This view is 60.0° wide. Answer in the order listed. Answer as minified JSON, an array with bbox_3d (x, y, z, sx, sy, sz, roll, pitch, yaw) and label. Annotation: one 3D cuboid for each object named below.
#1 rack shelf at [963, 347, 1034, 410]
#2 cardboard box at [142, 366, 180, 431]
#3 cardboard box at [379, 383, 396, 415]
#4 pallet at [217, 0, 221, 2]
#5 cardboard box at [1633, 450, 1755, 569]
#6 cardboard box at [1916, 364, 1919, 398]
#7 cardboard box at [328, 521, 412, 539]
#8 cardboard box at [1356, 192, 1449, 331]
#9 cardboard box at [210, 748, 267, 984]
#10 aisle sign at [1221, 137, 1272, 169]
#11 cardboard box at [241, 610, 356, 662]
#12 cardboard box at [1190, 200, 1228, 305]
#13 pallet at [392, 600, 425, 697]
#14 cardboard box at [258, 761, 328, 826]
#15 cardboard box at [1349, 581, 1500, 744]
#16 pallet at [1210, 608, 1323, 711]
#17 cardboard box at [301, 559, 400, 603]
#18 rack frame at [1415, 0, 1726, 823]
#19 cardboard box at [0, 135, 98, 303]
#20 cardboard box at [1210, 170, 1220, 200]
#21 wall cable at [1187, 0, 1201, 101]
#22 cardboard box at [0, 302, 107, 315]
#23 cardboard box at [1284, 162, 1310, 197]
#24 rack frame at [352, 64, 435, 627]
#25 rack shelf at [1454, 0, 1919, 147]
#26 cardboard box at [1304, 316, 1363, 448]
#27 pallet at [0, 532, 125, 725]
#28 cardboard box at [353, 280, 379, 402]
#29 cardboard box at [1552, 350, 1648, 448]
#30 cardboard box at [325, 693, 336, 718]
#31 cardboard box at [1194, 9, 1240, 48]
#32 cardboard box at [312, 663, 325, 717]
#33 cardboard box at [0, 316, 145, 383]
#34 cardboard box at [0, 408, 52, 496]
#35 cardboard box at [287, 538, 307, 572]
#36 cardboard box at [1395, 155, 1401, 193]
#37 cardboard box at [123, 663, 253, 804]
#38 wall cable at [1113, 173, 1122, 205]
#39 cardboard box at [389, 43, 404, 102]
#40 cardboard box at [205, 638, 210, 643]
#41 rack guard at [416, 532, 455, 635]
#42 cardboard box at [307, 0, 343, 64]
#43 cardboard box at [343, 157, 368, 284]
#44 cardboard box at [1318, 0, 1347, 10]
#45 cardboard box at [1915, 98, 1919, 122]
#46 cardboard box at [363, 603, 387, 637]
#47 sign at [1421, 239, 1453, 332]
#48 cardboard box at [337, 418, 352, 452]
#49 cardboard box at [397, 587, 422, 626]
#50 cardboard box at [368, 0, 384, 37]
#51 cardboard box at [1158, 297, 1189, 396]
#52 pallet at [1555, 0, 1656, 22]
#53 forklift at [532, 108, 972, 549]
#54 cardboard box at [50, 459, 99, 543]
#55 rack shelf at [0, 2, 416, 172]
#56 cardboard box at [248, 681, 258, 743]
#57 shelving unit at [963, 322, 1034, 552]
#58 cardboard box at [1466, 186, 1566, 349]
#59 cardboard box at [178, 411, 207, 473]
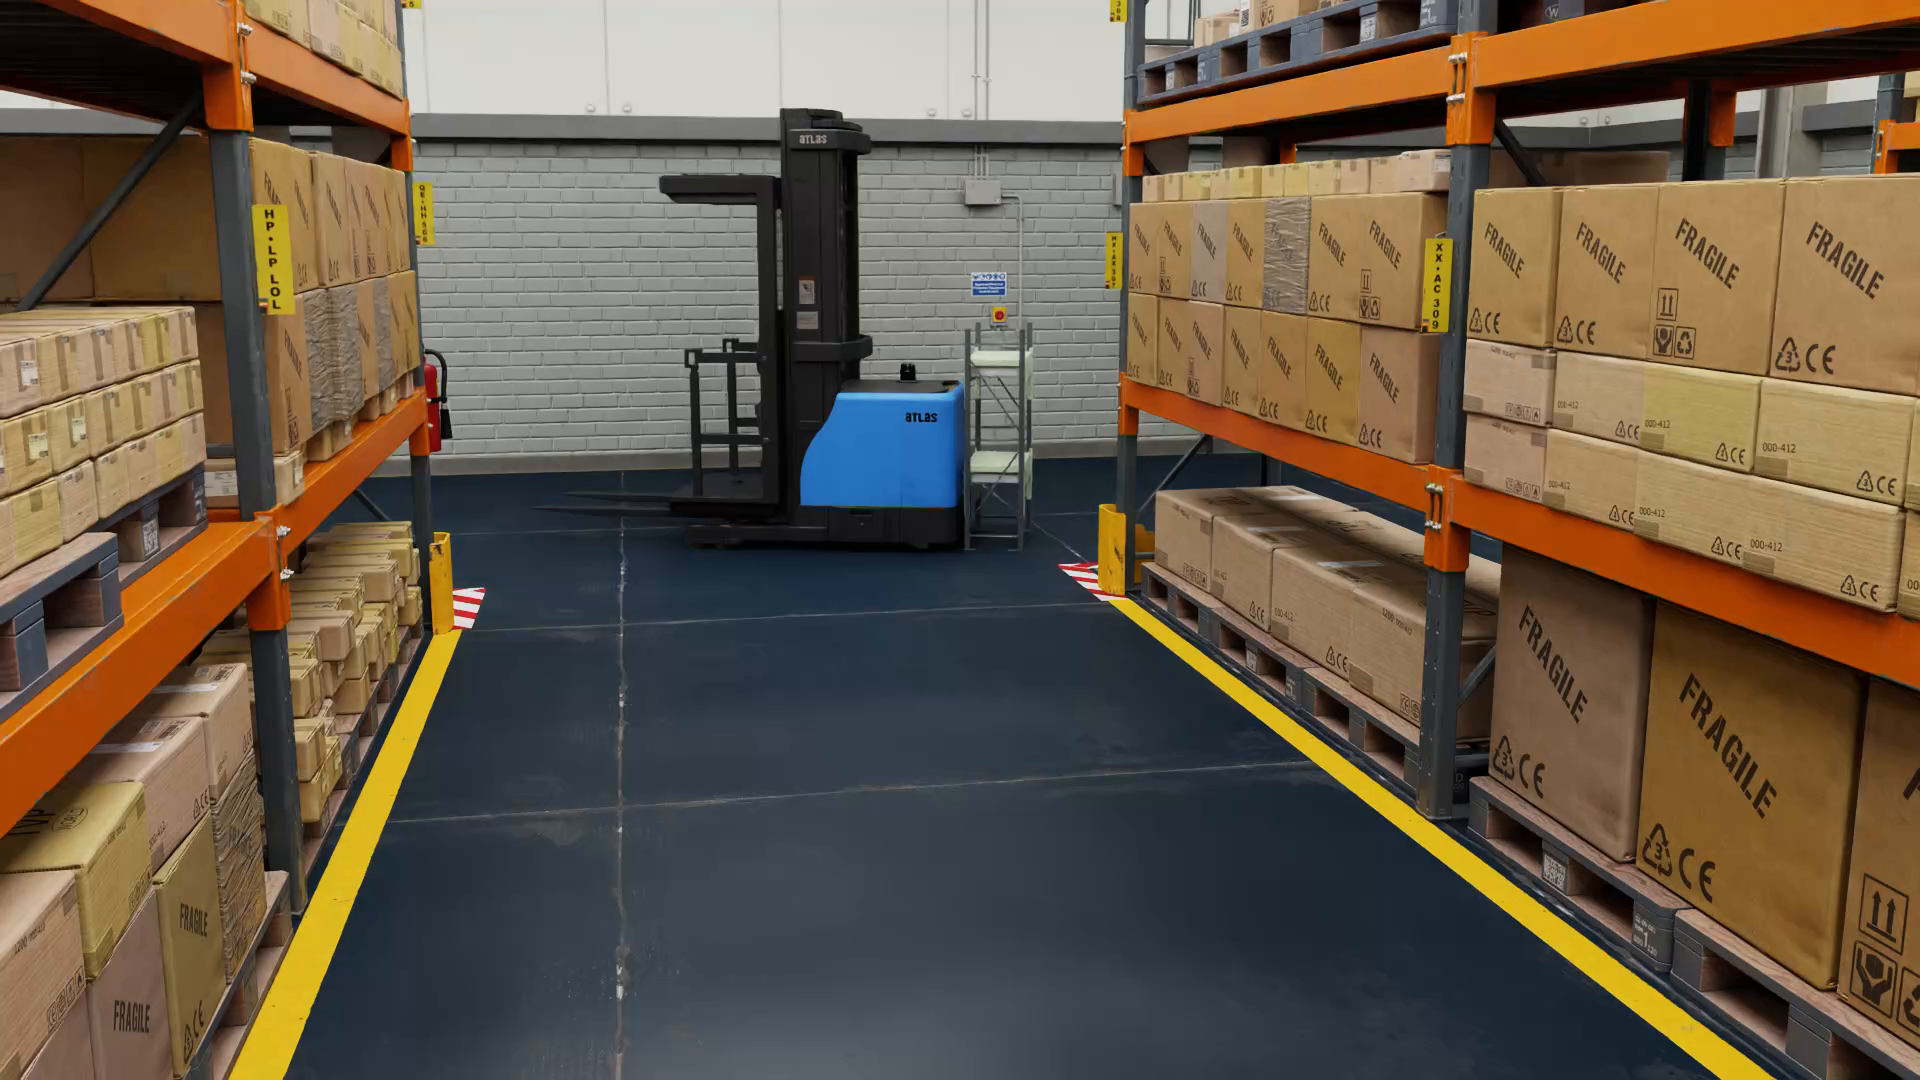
[{"bbox_3d":[0.272,-1.116,11.459,0.431,0.370,0.720,1,11,6],"label":"rack shelf"},{"bbox_3d":[-2.288,-0.369,4.365,0.380,0.149,0.250,-2,11,-11],"label":"cardboard box"},{"bbox_3d":[-2.901,-0.676,7.899,0.380,0.149,0.250,-2,11,-9],"label":"cardboard box"},{"bbox_3d":[-2.596,-1.518,4.130,1.213,0.211,1.003,-2,11,-11],"label":"pallet"},{"bbox_3d":[2.237,-0.099,4.596,0.500,0.250,0.500,-2,11,-11],"label":"cardboard box"},{"bbox_3d":[2.447,-0.530,3.515,0.500,0.500,0.500,-2,11,-11],"label":"cardboard box"},{"bbox_3d":[-3.038,0.002,8.573,0.380,0.149,0.250,-2,11,-10],"label":"cardboard box"},{"bbox_3d":[1.861,-1.069,6.350,0.500,0.500,0.500,-2,11,-11],"label":"cardboard box"},{"bbox_3d":[-2.221,0.894,4.538,0.500,0.500,0.500,-2,11,-12],"label":"cardboard box"},{"bbox_3d":[1.736,-2.488,9.791,0.394,0.787,0.004,-2,11,-11],"label":"aisle sign"},{"bbox_3d":[-2.611,0.383,6.570,0.380,0.149,0.250,-2,11,-10],"label":"cardboard box"},{"bbox_3d":[1.475,-1.439,8.295,0.500,0.500,0.500,-2,11,-11],"label":"cardboard box"},{"bbox_3d":[-3.252,0.547,8.261,1.003,0.211,1.213,-2,11,-11],"label":"pallet"},{"bbox_3d":[-2.367,0.862,5.648,0.380,0.149,0.250,-3,11,-13],"label":"cardboard box"},{"bbox_3d":[2.207,0.481,6.877,0.875,0.438,0.875,-2,11,-12],"label":"cardboard box"},{"bbox_3d":[1.912,0.551,8.238,1.003,0.211,1.213,-2,11,-11],"label":"pallet"},{"bbox_3d":[-2.776,0.190,7.584,0.380,0.149,0.250,-2,11,-9],"label":"cardboard box"},{"bbox_3d":[2.224,-0.452,6.051,1.000,3.000,0.127,-2,11,-11],"label":"rack frame"},{"bbox_3d":[-2.968,-1.017,5.279,0.500,0.500,0.500,-3,11,-13],"label":"cardboard box"},{"bbox_3d":[1.474,-1.779,8.343,0.380,0.149,0.250,-2,11,-10],"label":"cardboard box"},{"bbox_3d":[3.542,-5.306,15.406,2.988,3.039,0.133,-2,11,-11],"label":"wall cable"},{"bbox_3d":[-2.983,-0.528,5.383,0.500,0.500,0.500,-2,11,-11],"label":"cardboard box"},{"bbox_3d":[1.665,-1.593,7.368,0.380,0.149,0.250,-2,11,-12],"label":"cardboard box"},{"bbox_3d":[-3.390,-0.988,8.863,1.000,3.000,0.127,-2,11,-11],"label":"rack frame"},{"bbox_3d":[2.613,-1.206,3.911,1.077,0.370,4.000,-2,11,-11],"label":"rack shelf"},{"bbox_3d":[1.778,-0.672,6.935,0.500,0.500,0.500,-2,11,-12],"label":"cardboard box"},{"bbox_3d":[-2.259,0.212,3.071,1.003,0.211,1.213,-2,11,-11],"label":"pallet"},{"bbox_3d":[-2.760,-0.831,6.975,0.500,0.500,0.500,-2,11,-8],"label":"cardboard box"},{"bbox_3d":[2.162,-0.439,5.044,0.500,0.250,0.500,-2,11,-10],"label":"cardboard box"},{"bbox_3d":[-2.703,0.676,6.621,0.380,0.149,0.250,-3,11,-13],"label":"cardboard box"},{"bbox_3d":[1.622,-2.762,9.174,0.500,0.250,0.500,-3,11,-16],"label":"cardboard box"},{"bbox_3d":[-2.638,0.580,6.333,0.380,0.149,0.250,-3,11,-14],"label":"cardboard box"},{"bbox_3d":[-2.241,-0.466,4.079,0.380,0.149,0.250,-2,11,-13],"label":"cardboard box"},{"bbox_3d":[-2.081,-0.176,3.349,0.380,0.149,0.250,-2,11,-11],"label":"cardboard box"},{"bbox_3d":[-3.449,0.069,8.222,0.380,0.149,0.250,-2,11,-10],"label":"cardboard box"},{"bbox_3d":[1.907,-1.409,6.399,0.380,0.149,0.250,-2,11,-10],"label":"cardboard box"},{"bbox_3d":[-2.219,0.527,4.463,0.500,0.250,0.500,-2,11,-13],"label":"cardboard box"},{"bbox_3d":[1.716,-2.772,15.522,0.588,1.984,0.122,-2,11,-11],"label":"wall cable"},{"bbox_3d":[-3.042,-2.314,8.208,0.500,0.250,0.500,-2,11,-12],"label":"cardboard box"},{"bbox_3d":[-3.173,0.505,6.728,0.380,0.149,0.250,-3,11,-14],"label":"cardboard box"},{"bbox_3d":[-3.375,0.254,9.023,1.175,0.500,0.348,-2,11,-11],"label":"rack guard"},{"bbox_3d":[-2.631,-1.936,6.225,0.500,0.250,0.500,-2,11,-9],"label":"cardboard box"},{"bbox_3d":[-2.742,-1.314,6.842,0.500,0.500,0.500,-3,11,-13],"label":"cardboard box"},{"bbox_3d":[1.930,-2.478,7.006,0.797,0.503,0.637,-1,11,-7],"label":"cardboard box"},{"bbox_3d":[6.148,-2.651,10.249,0.380,0.149,0.250,-2,11,-10],"label":"cardboard box"},{"bbox_3d":[-2.759,0.384,7.361,0.380,0.149,0.250,-2,11,-8],"label":"cardboard box"},{"bbox_3d":[1.680,-0.896,5.856,0.100,0.325,0.005,-2,11,-11],"label":"sign"},{"bbox_3d":[-2.650,-0.434,6.627,0.380,0.149,0.250,-2,11,-8],"label":"cardboard box"},{"bbox_3d":[-2.933,0.339,8.394,0.380,0.149,0.250,-2,11,-9],"label":"cardboard box"},{"bbox_3d":[-2.950,-2.464,7.662,0.500,0.250,0.500,-2,11,-13],"label":"cardboard box"},{"bbox_3d":[1.384,-1.045,8.897,0.500,0.500,0.500,-2,11,-12],"label":"cardboard box"},{"bbox_3d":[2.451,-1.666,4.915,0.805,0.209,1.217,-3,11,-13],"label":"pallet"},{"bbox_3d":[-1.469,-1.475,11.610,3.031,2.935,1.130,1,11,7],"label":"forklift"},{"bbox_3d":[-2.134,-0.081,3.648,0.380,0.149,0.250,-3,11,-13],"label":"cardboard box"},{"bbox_3d":[-3.001,-1.741,6.722,1.077,0.370,4.000,-2,11,-11],"label":"rack shelf"},{"bbox_3d":[-2.476,0.577,5.551,0.380,0.149,0.250,-2,11,-9],"label":"cardboard box"},{"bbox_3d":[0.272,-0.732,11.532,0.431,1.500,0.755,1,11,6],"label":"shelving unit"},{"bbox_3d":[2.028,-0.902,5.470,0.500,0.500,0.500,-2,11,-10],"label":"cardboard box"},{"bbox_3d":[-2.340,-0.271,4.648,0.380,0.149,0.250,-2,11,-12],"label":"cardboard box"}]
